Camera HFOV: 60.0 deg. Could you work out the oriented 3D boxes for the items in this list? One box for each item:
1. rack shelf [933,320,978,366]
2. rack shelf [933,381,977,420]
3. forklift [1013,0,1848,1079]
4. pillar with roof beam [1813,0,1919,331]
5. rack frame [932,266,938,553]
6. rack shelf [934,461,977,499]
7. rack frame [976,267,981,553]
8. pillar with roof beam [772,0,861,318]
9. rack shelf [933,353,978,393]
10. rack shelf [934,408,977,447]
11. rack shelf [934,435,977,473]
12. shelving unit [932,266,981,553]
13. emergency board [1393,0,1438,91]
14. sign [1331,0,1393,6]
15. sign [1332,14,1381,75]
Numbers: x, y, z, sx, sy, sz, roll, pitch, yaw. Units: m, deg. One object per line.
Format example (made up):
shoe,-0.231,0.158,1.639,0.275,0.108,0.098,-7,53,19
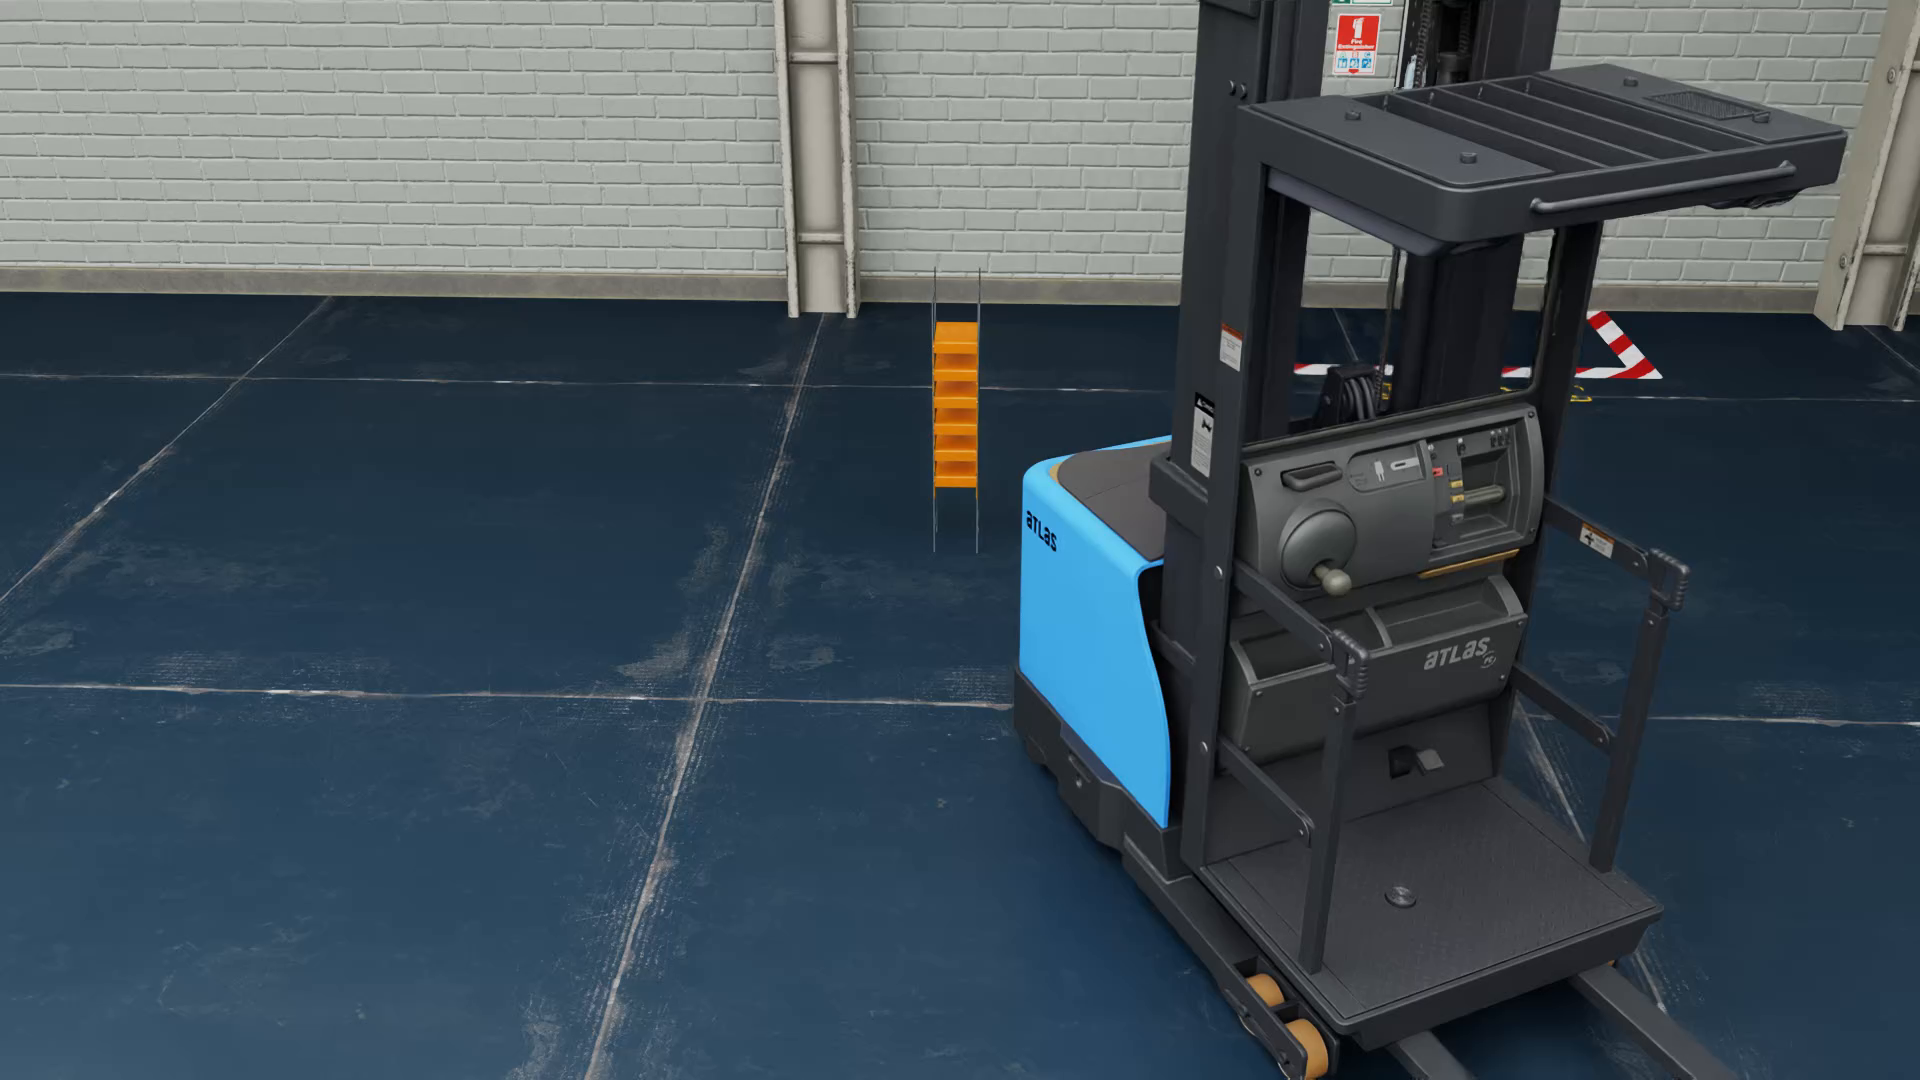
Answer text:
rack shelf,-0.014,-0.809,6.822,0.180,0.103,0.258,1,28,2
rack shelf,-0.014,-0.597,6.934,0.180,0.103,0.258,1,28,2
forklift,1.257,-0.064,4.241,1.130,2.935,3.031,-12,30,-21
pillar with roof beam,5.048,-3.232,3.738,0.400,9.000,9.100,1,28,2
rack frame,-0.106,-0.532,6.972,0.006,1.200,0.240,1,28,2
rack shelf,-0.014,-0.279,7.103,0.180,0.103,0.258,1,28,2
rack frame,0.077,-0.529,6.967,0.006,1.200,0.240,1,28,2
pillar with roof beam,-0.948,-3.331,3.925,0.400,9.000,9.100,1,28,2
rack shelf,-0.014,-0.703,6.878,0.180,0.103,0.258,1,28,2
rack shelf,-0.014,-0.491,6.990,0.180,0.103,0.258,1,28,2
rack shelf,-0.014,-0.385,7.046,0.180,0.103,0.258,1,28,2
shelving unit,-0.014,-0.530,6.969,0.189,1.200,0.258,1,28,2
emergency board,2.732,-2.655,9.055,0.643,1.169,0.194,1,28,2
sign,2.187,-2.958,9.023,0.331,0.109,0.001,1,28,2
sign,2.183,-2.728,9.155,0.234,0.329,0.001,1,28,2
